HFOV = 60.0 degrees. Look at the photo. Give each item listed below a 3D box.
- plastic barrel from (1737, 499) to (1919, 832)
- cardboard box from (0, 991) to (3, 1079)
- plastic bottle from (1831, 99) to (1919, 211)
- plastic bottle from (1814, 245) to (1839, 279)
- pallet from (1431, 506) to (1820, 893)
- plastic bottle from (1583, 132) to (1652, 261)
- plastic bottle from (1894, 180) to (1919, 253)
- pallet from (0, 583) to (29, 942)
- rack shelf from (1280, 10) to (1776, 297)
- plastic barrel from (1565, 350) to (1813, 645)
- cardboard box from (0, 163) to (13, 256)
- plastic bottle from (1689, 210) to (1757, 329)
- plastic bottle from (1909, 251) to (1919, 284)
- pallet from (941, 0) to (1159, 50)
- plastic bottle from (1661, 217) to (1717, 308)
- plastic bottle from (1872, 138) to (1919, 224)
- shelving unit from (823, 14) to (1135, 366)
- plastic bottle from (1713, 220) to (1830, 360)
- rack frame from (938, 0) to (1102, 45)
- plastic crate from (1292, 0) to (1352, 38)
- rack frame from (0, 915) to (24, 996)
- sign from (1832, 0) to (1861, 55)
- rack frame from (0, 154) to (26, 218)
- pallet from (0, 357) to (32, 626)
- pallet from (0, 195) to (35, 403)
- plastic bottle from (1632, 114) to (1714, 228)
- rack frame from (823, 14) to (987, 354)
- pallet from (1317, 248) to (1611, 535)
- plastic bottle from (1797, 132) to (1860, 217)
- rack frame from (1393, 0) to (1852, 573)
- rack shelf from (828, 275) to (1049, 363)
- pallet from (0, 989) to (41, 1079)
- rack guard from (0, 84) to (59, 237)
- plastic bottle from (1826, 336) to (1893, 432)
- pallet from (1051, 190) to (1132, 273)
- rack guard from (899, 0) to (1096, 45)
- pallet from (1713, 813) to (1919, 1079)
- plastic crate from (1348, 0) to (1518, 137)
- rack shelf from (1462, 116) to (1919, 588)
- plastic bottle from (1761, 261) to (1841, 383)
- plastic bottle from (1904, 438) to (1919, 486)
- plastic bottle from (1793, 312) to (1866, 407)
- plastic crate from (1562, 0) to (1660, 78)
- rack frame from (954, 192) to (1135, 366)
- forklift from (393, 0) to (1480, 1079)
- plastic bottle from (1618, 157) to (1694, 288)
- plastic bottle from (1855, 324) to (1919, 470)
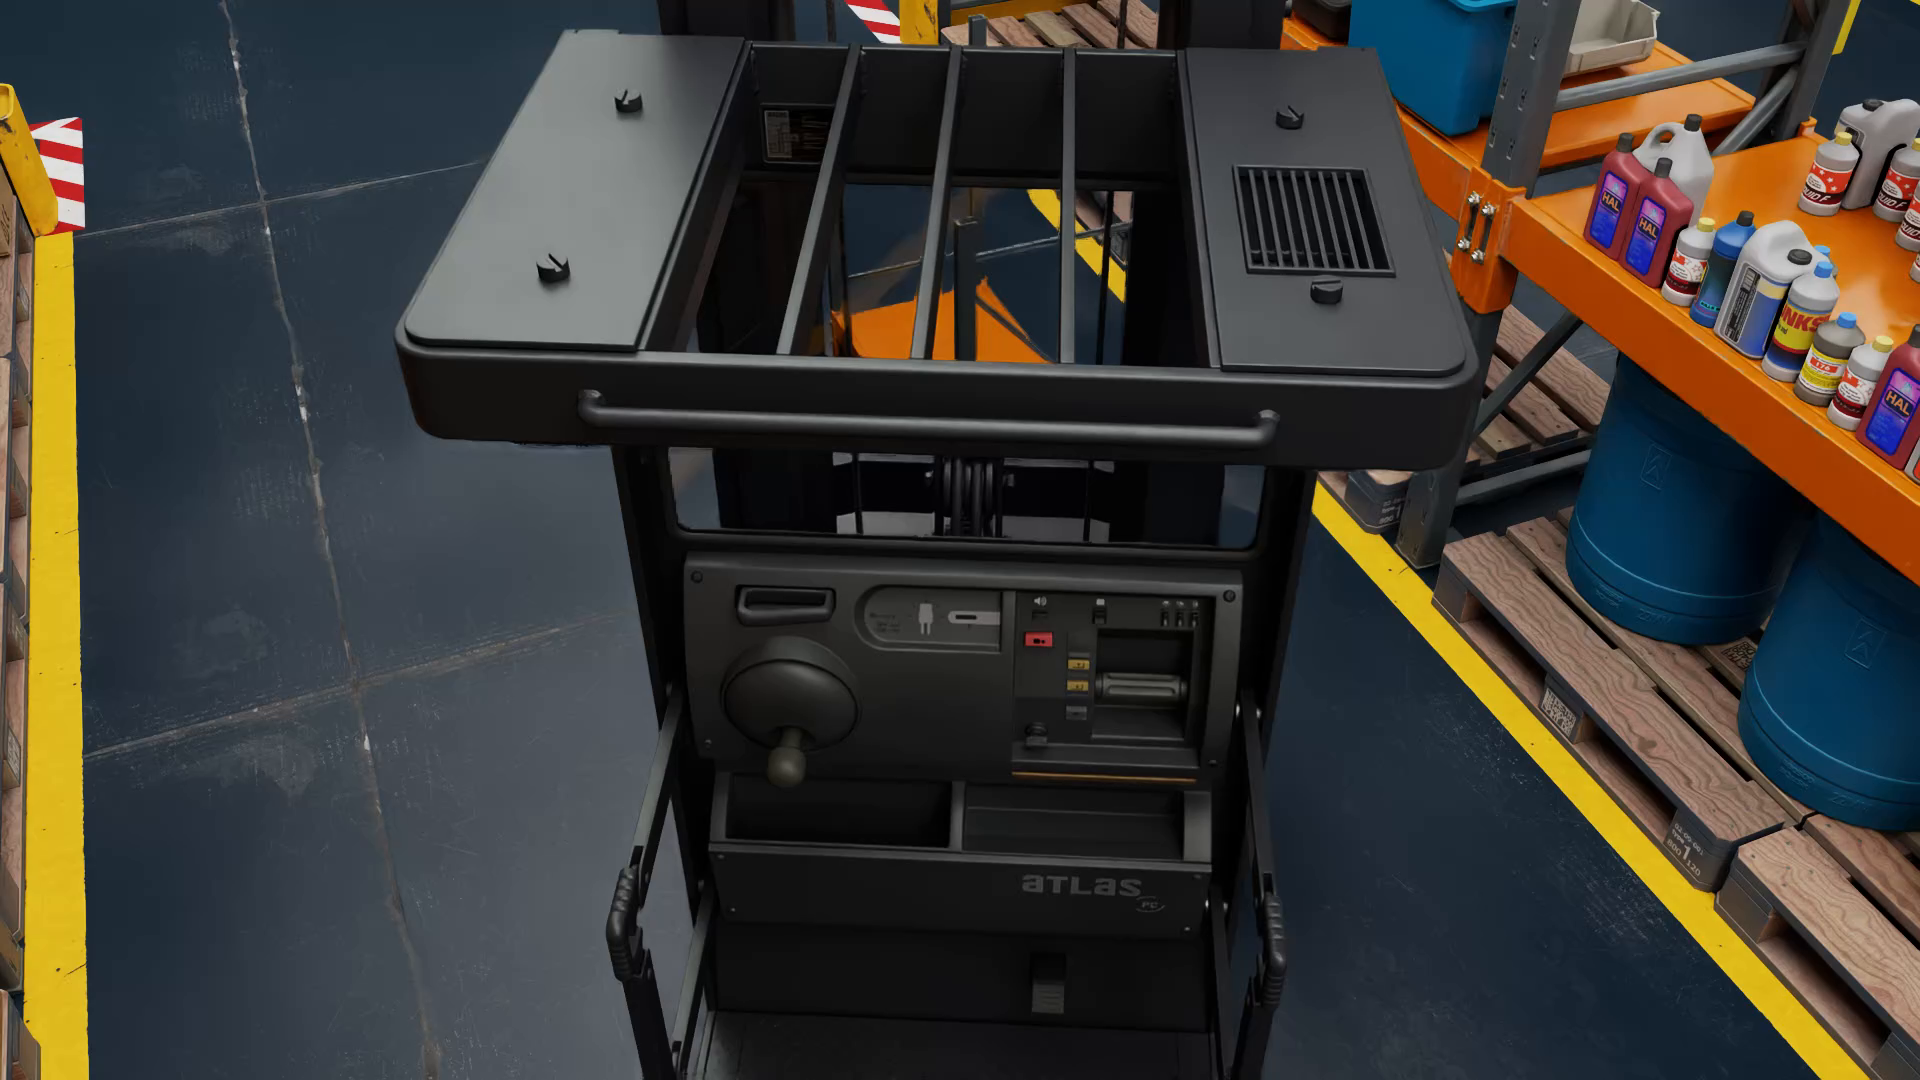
[{"bbox_3d":[2.310,0.196,4.009,0.600,0.901,0.708,-15,43,-17],"label":"plastic barrel"},{"bbox_3d":[-2.278,1.041,3.318,0.500,0.500,0.500,-15,43,-17],"label":"cardboard box"},{"bbox_3d":[2.296,-0.995,4.202,0.152,0.276,0.135,-15,43,-17],"label":"plastic bottle"},{"bbox_3d":[1.919,-0.572,3.767,0.097,0.201,0.097,0,41,0],"label":"plastic bottle"},{"bbox_3d":[2.103,0.334,4.700,1.003,0.211,1.213,-15,43,-17],"label":"pallet"},{"bbox_3d":[1.592,-0.827,4.001,0.061,0.283,0.133,-15,43,-17],"label":"plastic bottle"},{"bbox_3d":[2.360,-0.808,4.042,0.097,0.201,0.097,0,41,0],"label":"plastic bottle"},{"bbox_3d":[-2.994,0.678,4.300,1.003,0.211,1.213,-15,43,-17],"label":"pallet"},{"bbox_3d":[1.081,-2.131,5.979,1.077,0.370,4.000,-15,43,-17],"label":"rack shelf"},{"bbox_3d":[2.039,-0.231,4.505,0.600,0.901,0.708,-15,43,-17],"label":"plastic barrel"},{"bbox_3d":[-3.826,-1.328,6.073,0.500,0.500,0.500,-15,43,-17],"label":"cardboard box"},{"bbox_3d":[1.742,-0.619,3.768,0.097,0.271,0.097,0,41,0],"label":"plastic bottle"},{"bbox_3d":[2.327,-0.704,3.921,0.097,0.201,0.097,0,41,0],"label":"plastic bottle"},{"bbox_3d":[0.595,-2.045,7.466,1.003,0.211,1.213,-15,43,-17],"label":"pallet"},{"bbox_3d":[1.704,-0.651,3.859,0.097,0.201,0.097,0,41,0],"label":"plastic bottle"},{"bbox_3d":[2.365,-0.904,4.153,0.097,0.201,0.097,0,41,0],"label":"plastic bottle"},{"bbox_3d":[0.030,-0.534,4.719,0.587,1.500,1.083,-15,43,-16],"label":"shelving unit"},{"bbox_3d":[1.811,-0.558,3.693,0.152,0.276,0.135,-15,43,-17],"label":"plastic bottle"},{"bbox_3d":[0.316,-3.609,7.146,1.000,3.000,0.127,-15,43,-17],"label":"rack frame"},{"bbox_3d":[1.170,-1.725,5.120,0.437,0.125,0.590,-15,43,-17],"label":"plastic crate"},{"bbox_3d":[-2.732,0.035,2.909,1.000,3.000,0.127,-15,43,-17],"label":"rack frame"},{"bbox_3d":[2.355,-1.440,4.412,0.100,0.325,0.005,-15,43,-17],"label":"sign"},{"bbox_3d":[-4.262,-2.375,5.711,1.000,3.000,0.127,-15,43,-17],"label":"rack frame"},{"bbox_3d":[-3.464,-0.058,5.156,1.003,0.211,1.213,-15,43,-17],"label":"pallet"},{"bbox_3d":[-3.927,-0.792,6.009,1.003,0.211,1.213,-15,43,-17],"label":"pallet"},{"bbox_3d":[1.697,-0.863,3.991,0.144,0.351,0.185,-15,43,-17],"label":"plastic bottle"},{"bbox_3d":[-0.159,-0.836,5.069,0.500,1.500,0.032,-15,43,-16],"label":"rack frame"},{"bbox_3d":[1.529,-0.575,5.757,1.003,0.211,1.213,-15,43,-17],"label":"pallet"},{"bbox_3d":[2.188,-0.925,4.177,0.097,0.201,0.097,0,41,0],"label":"plastic bottle"},{"bbox_3d":[1.846,-1.199,4.344,1.000,3.000,0.127,-15,43,-17],"label":"rack frame"},{"bbox_3d":[0.034,-0.393,4.830,0.538,0.185,1.000,-15,43,-16],"label":"rack shelf"},{"bbox_3d":[-2.385,1.572,3.260,1.003,0.211,1.213,-15,43,-17],"label":"pallet"},{"bbox_3d":[-4.233,-1.382,6.473,1.175,0.500,0.348,-15,43,-17],"label":"rack guard"},{"bbox_3d":[1.905,-0.335,3.492,0.097,0.201,0.097,0,41,0],"label":"plastic bottle"},{"bbox_3d":[1.058,-1.311,6.613,1.003,0.211,1.213,-15,43,-17],"label":"pallet"},{"bbox_3d":[0.295,-2.672,7.974,1.175,0.500,0.348,-15,43,-17],"label":"rack guard"},{"bbox_3d":[2.574,1.070,3.844,1.003,0.211,1.213,-15,43,-17],"label":"pallet"},{"bbox_3d":[1.352,-1.412,4.557,0.392,0.384,0.575,-15,43,-17],"label":"plastic crate"},{"bbox_3d":[2.611,0.279,3.177,1.077,0.370,4.000,-15,43,-17],"label":"rack shelf"},{"bbox_3d":[1.830,-0.479,3.605,0.097,0.271,0.097,0,41,0],"label":"plastic bottle"},{"bbox_3d":[2.026,-0.220,3.301,0.152,0.276,0.135,-15,43,-17],"label":"plastic bottle"},{"bbox_3d":[1.868,-0.394,3.560,0.097,0.201,0.097,0,41,0],"label":"plastic bottle"},{"bbox_3d":[1.800,-1.438,4.778,0.396,0.136,0.243,-15,43,-17],"label":"plastic crate"},{"bbox_3d":[0.226,-0.222,4.355,0.500,1.500,0.032,-15,43,-16],"label":"rack frame"},{"bbox_3d":[-0.008,0.311,2.641,1.130,2.935,3.031,2,41,2],"label":"forklift"},{"bbox_3d":[1.643,-0.747,3.908,0.061,0.283,0.133,-15,43,-17],"label":"plastic bottle"},{"bbox_3d":[1.932,-0.292,3.379,0.061,0.283,0.133,-15,43,-17],"label":"plastic bottle"}]
